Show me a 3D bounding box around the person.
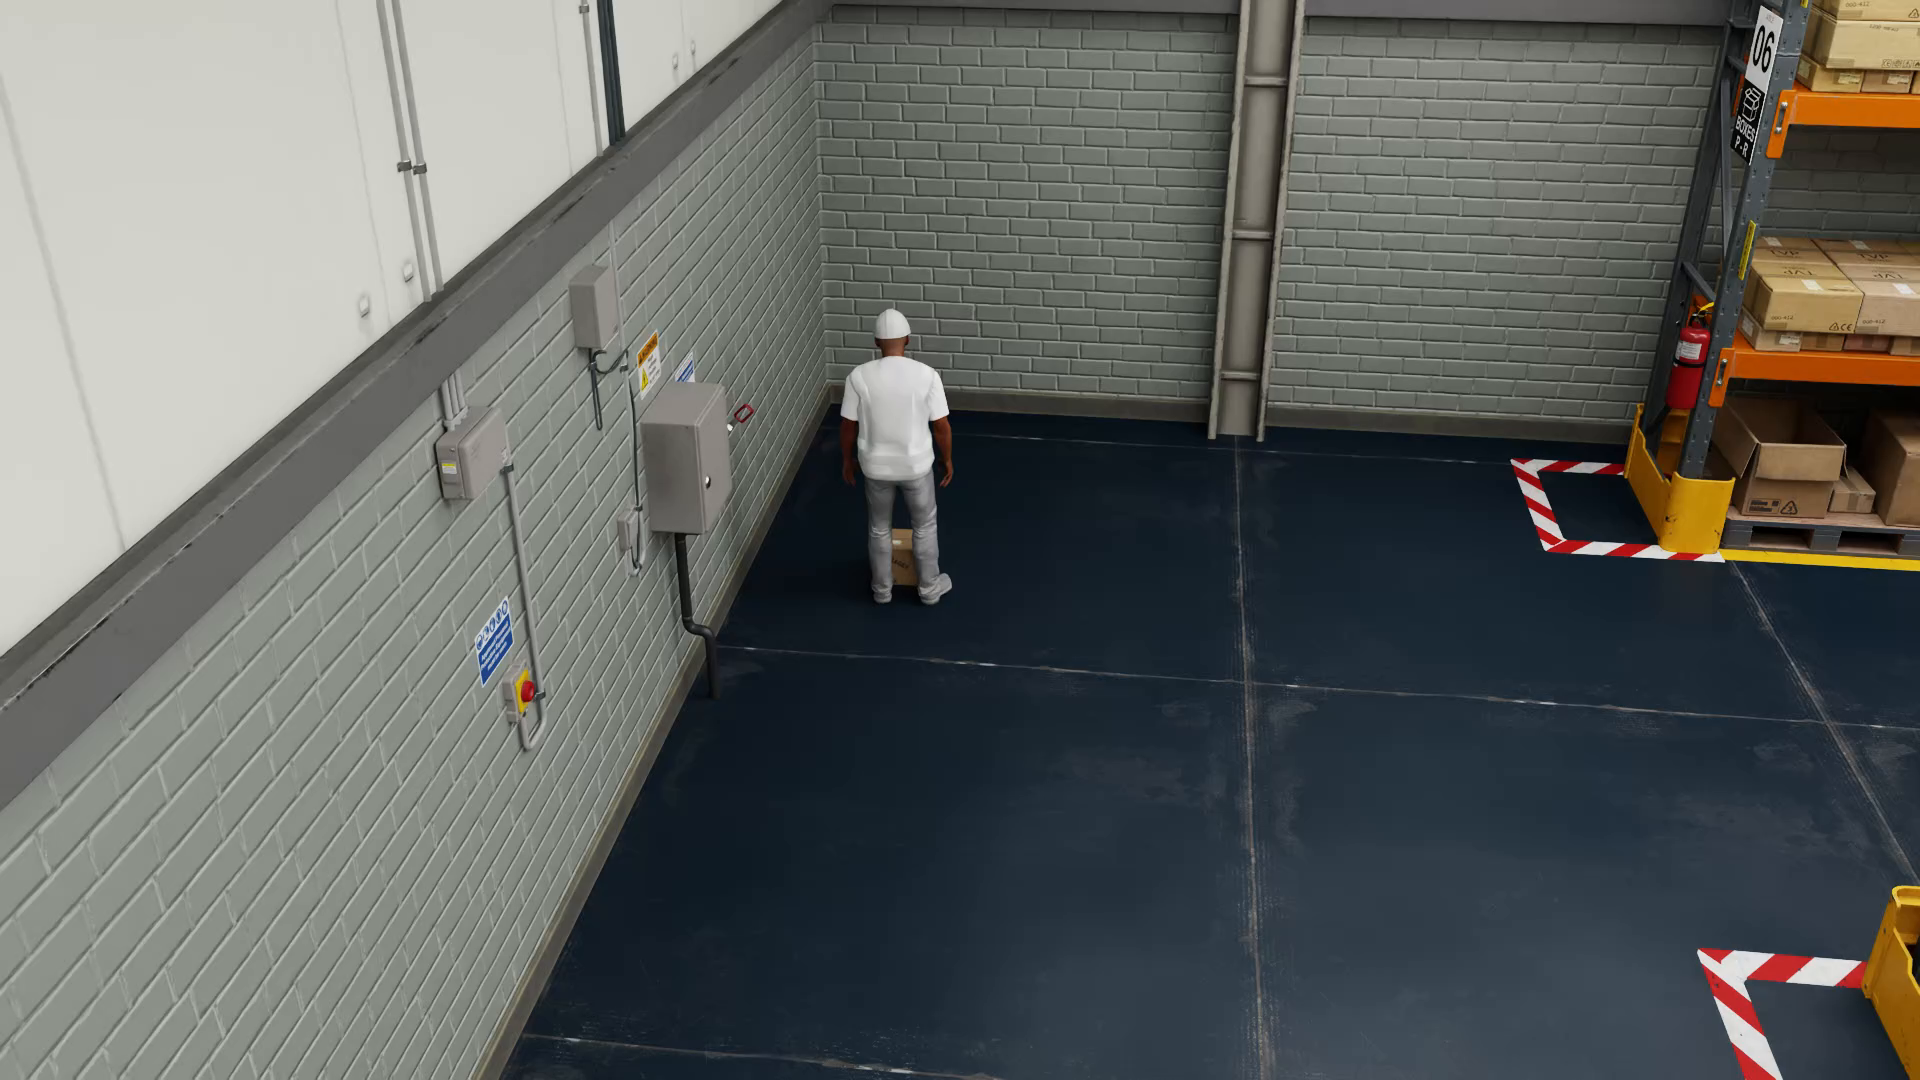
[{"bbox_3d":[-0.356,-0.453,9.449,0.634,1.760,0.460,2,28,3],"label":"person"}]
